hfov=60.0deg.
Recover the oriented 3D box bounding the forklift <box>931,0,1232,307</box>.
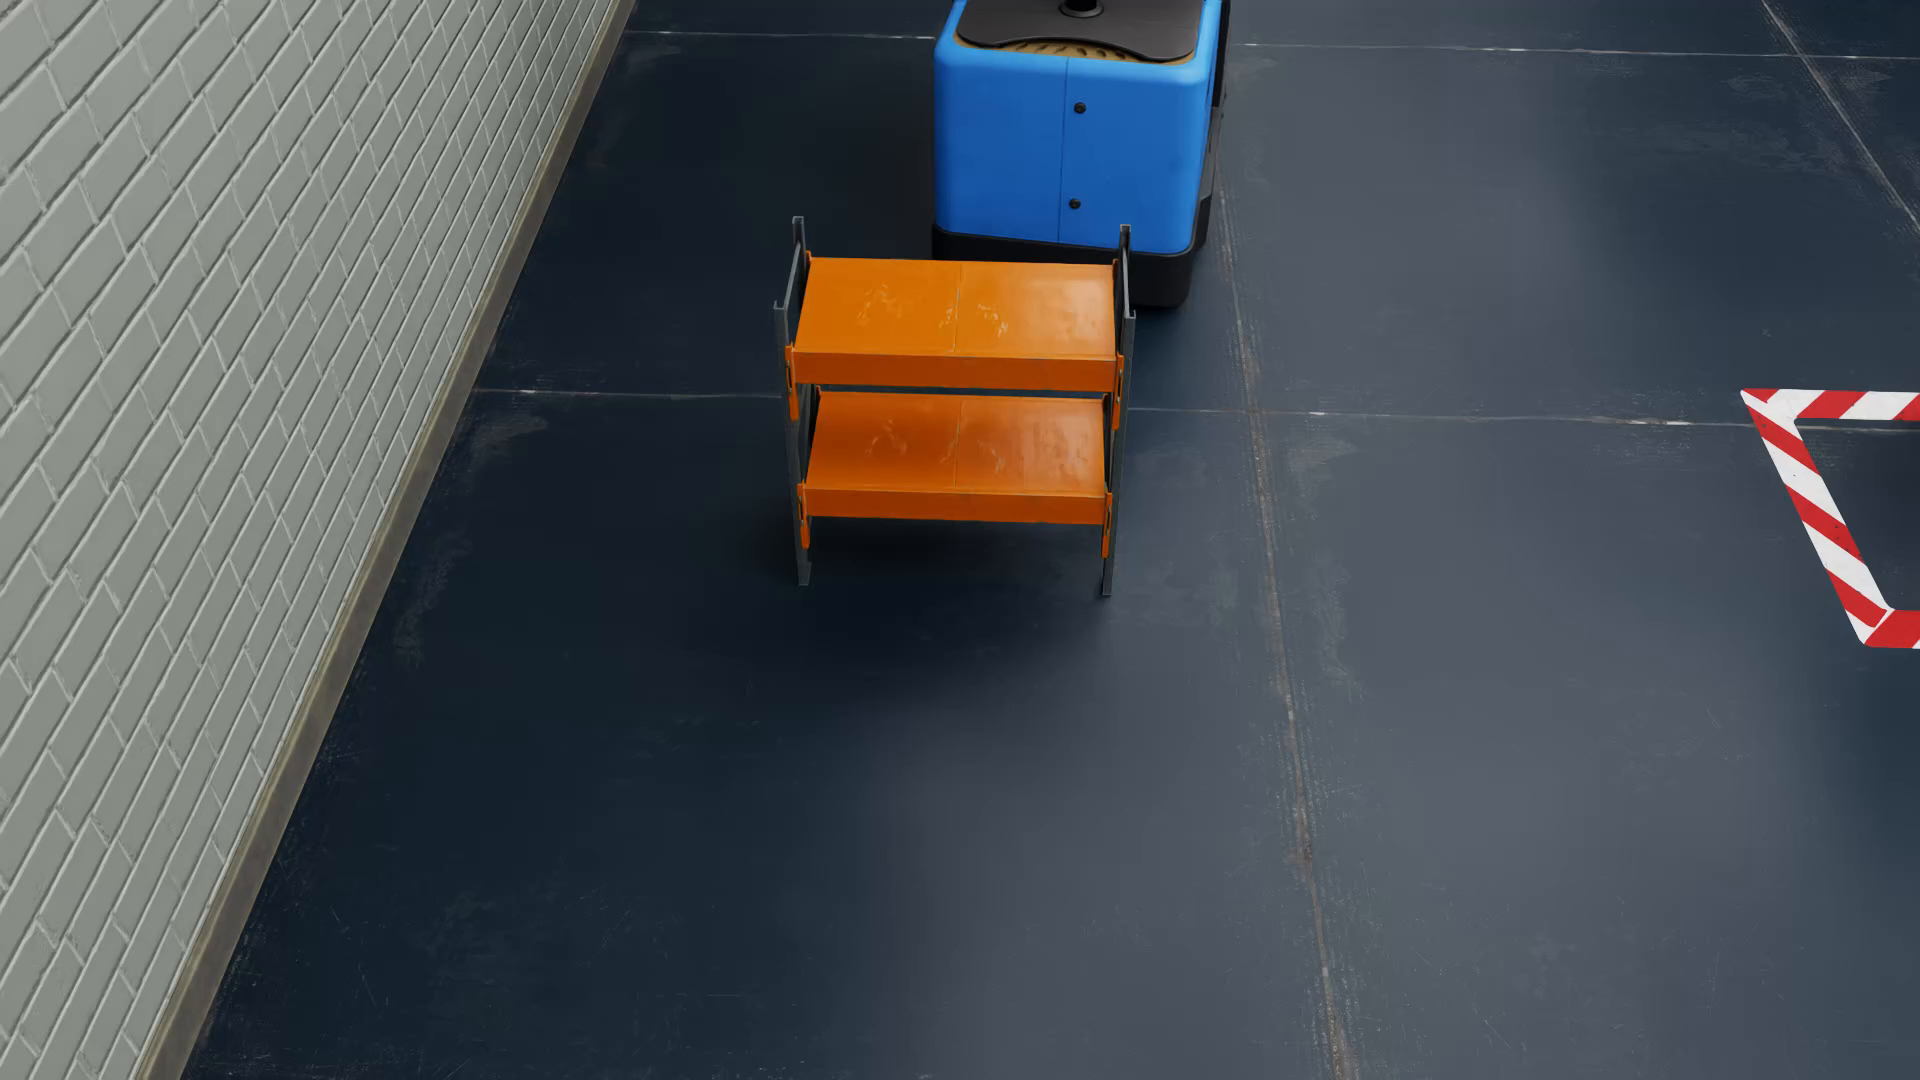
[{"bbox_3d":[0.665,-3.018,6.839,1.130,2.935,3.031,7,43,8],"label":"forklift"}]

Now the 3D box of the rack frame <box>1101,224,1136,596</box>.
[{"bbox_3d":[0.501,-0.396,5.350,0.032,1.125,0.500,2,43,2],"label":"rack frame"}]

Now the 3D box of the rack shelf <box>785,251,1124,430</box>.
[{"bbox_3d":[-0.007,-0.626,5.167,1.000,0.278,0.538,2,43,2],"label":"rack shelf"}]

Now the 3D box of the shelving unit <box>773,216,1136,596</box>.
[{"bbox_3d":[-0.007,-0.412,5.367,1.048,1.125,0.538,2,43,2],"label":"shelving unit"}]

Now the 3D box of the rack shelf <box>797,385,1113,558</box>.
[{"bbox_3d":[-0.007,-0.233,5.533,1.000,0.278,0.538,2,43,2],"label":"rack shelf"}]

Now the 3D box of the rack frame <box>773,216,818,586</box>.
[{"bbox_3d":[-0.515,-0.427,5.384,0.032,1.125,0.500,2,43,2],"label":"rack frame"}]
